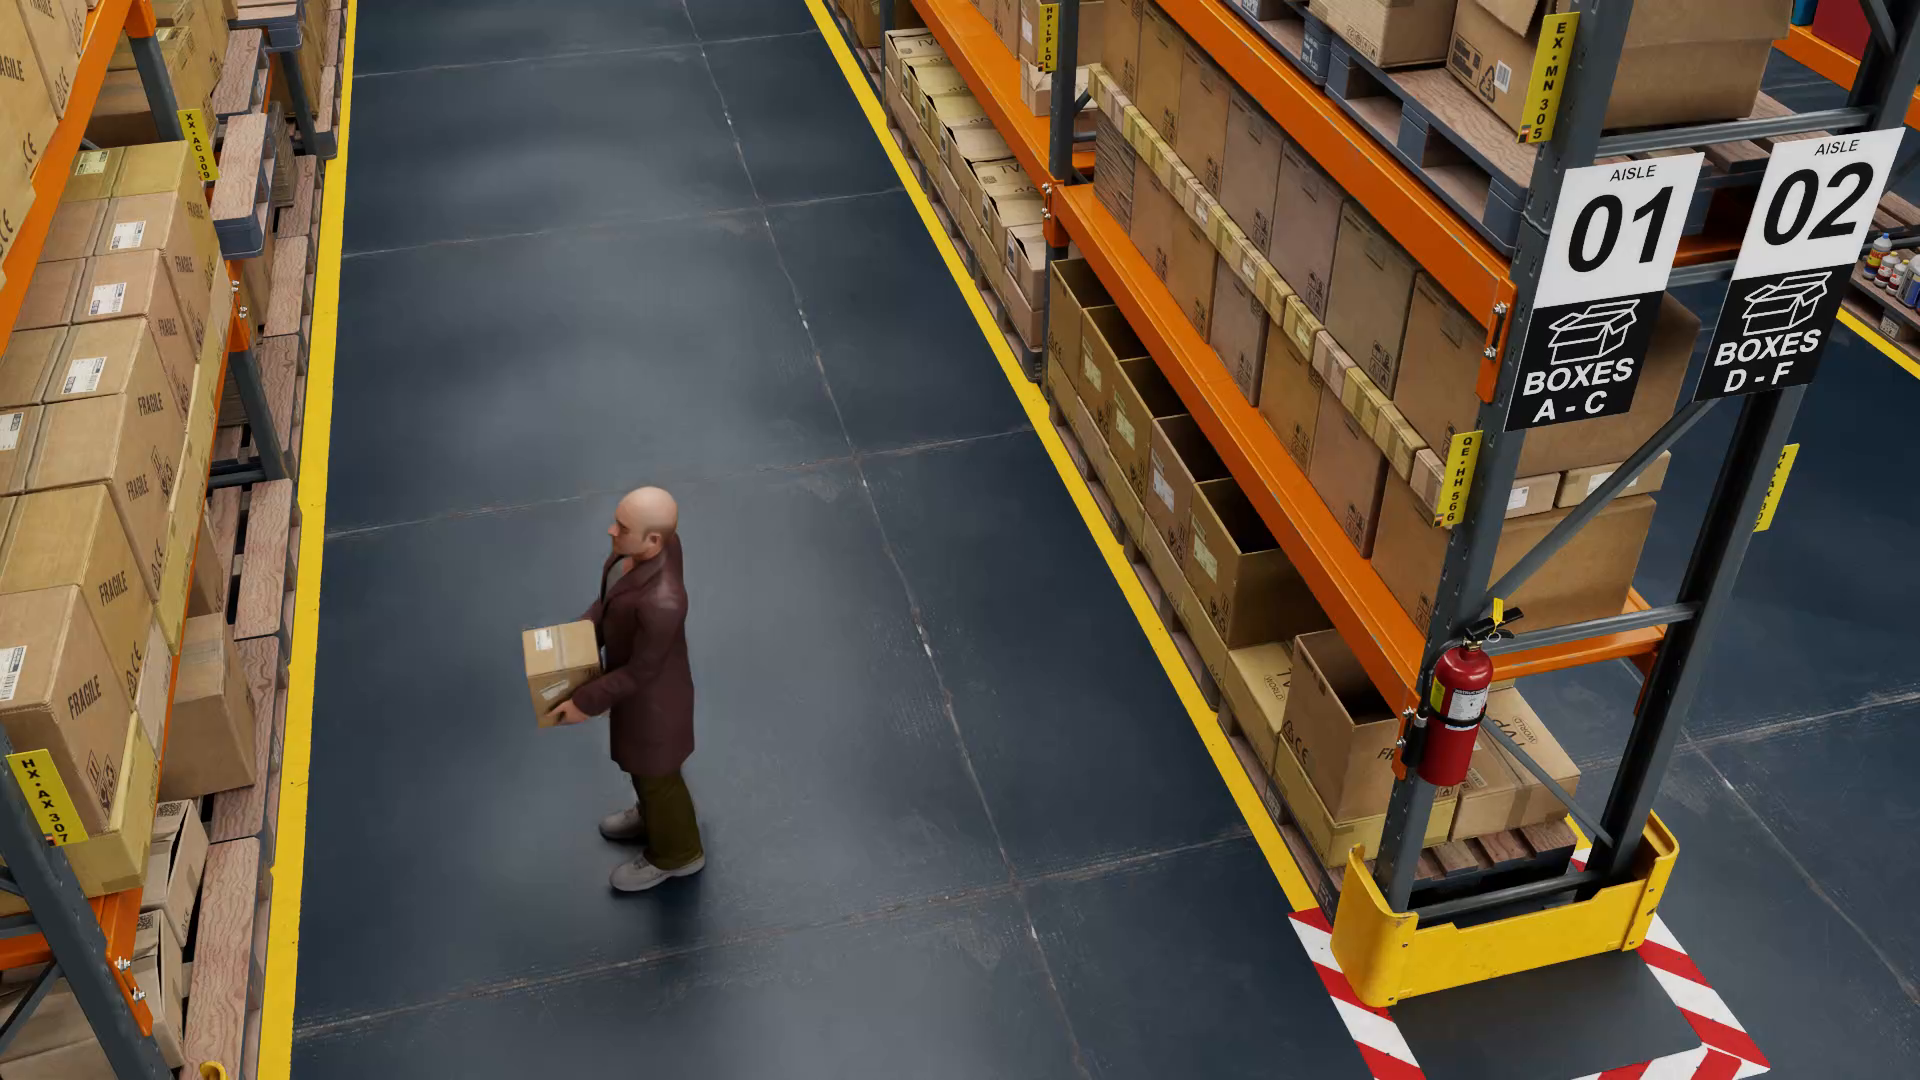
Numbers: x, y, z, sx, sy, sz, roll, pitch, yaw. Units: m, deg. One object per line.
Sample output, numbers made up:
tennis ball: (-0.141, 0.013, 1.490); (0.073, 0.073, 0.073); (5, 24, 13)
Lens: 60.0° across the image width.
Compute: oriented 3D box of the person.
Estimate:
person: (-1.210, 0.558, 6.002); (0.550, 1.779, 0.545); (-10, 39, -13)
